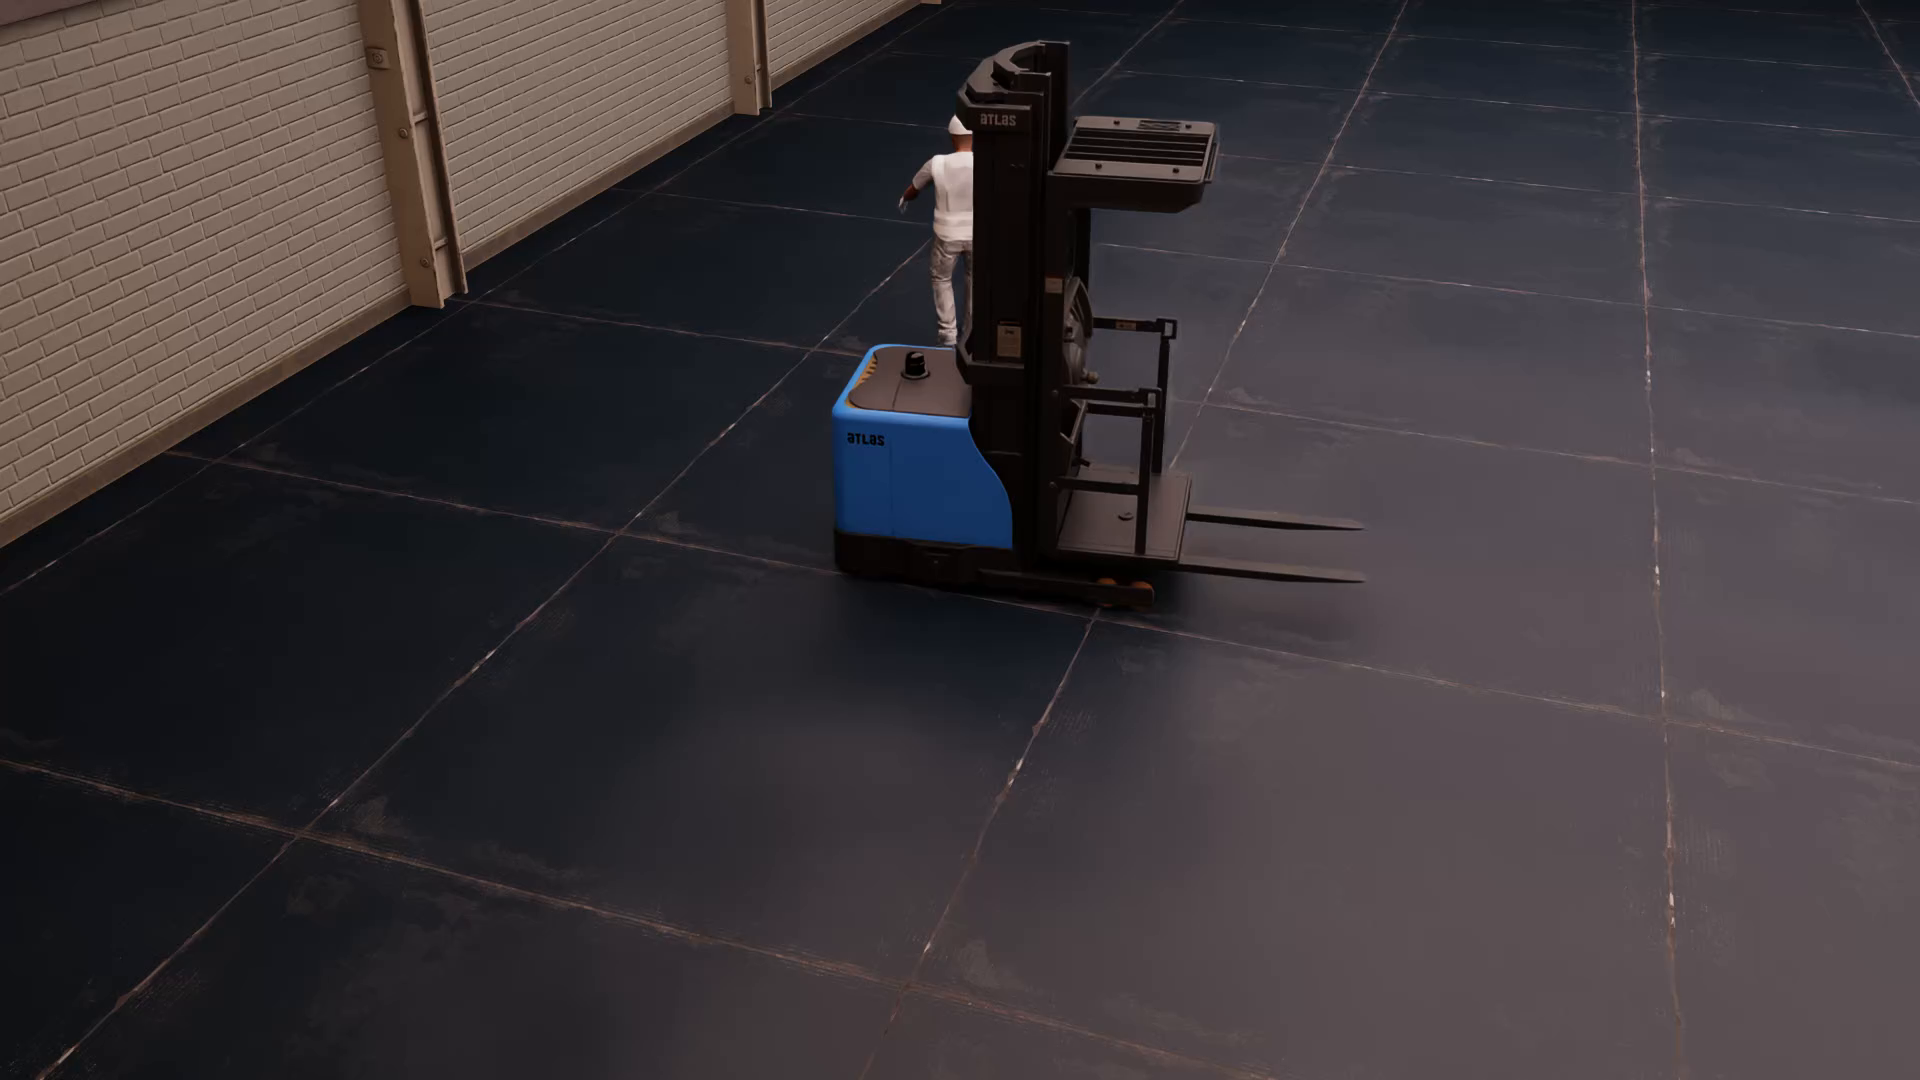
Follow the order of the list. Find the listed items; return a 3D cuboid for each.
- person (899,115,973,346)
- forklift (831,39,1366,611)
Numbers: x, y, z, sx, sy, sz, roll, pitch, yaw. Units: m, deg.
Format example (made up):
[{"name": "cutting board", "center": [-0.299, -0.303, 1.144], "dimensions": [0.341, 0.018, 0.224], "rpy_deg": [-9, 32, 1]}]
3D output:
[{"name": "person", "center": [0.030, -2.290, 12.339], "dimensions": [0.944, 1.761, 0.728], "rpy_deg": [-2, 30, -4]}, {"name": "forklift", "center": [0.837, -1.158, 9.169], "dimensions": [3.031, 2.935, 1.130], "rpy_deg": [6, 30, 10]}]
